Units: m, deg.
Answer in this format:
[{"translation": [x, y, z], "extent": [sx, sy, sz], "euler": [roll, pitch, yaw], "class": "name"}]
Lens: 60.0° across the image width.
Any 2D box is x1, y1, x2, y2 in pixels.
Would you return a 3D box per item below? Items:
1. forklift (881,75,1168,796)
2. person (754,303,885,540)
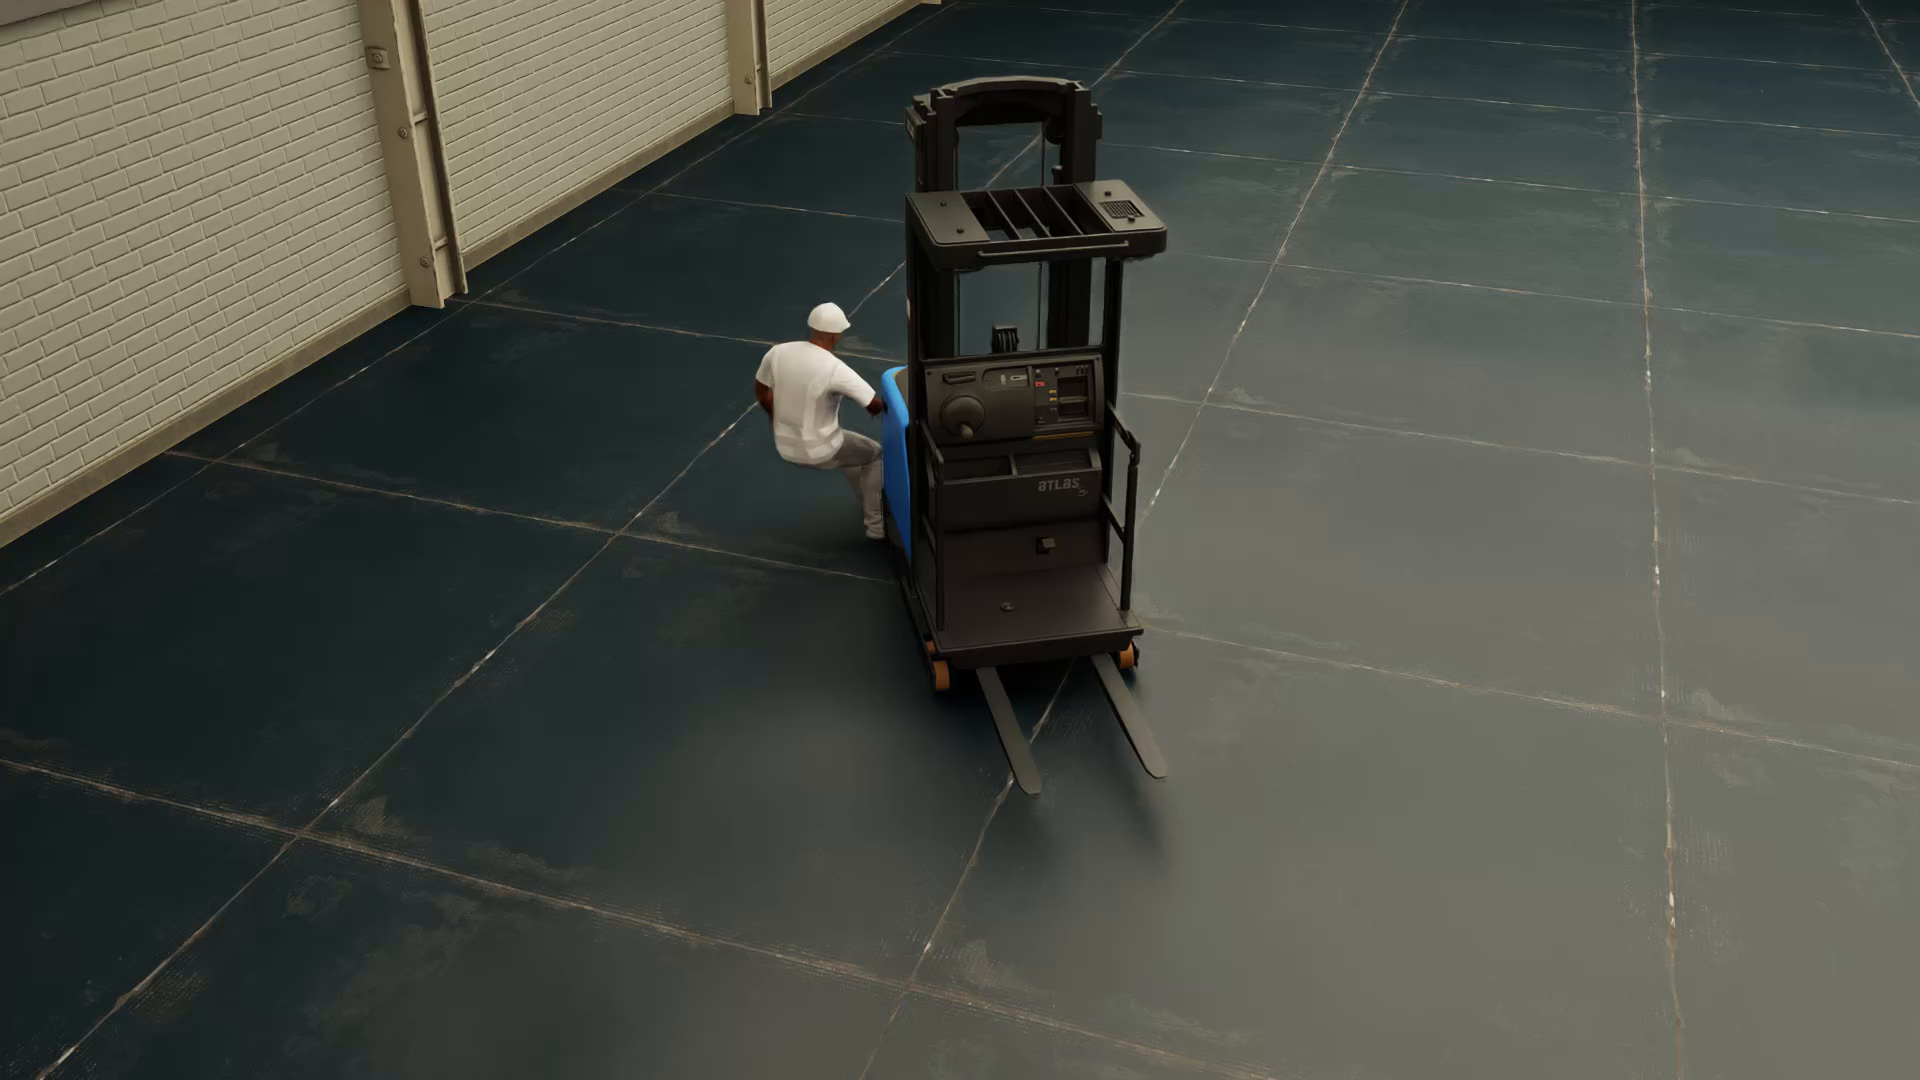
[{"translation": [0.328, -0.682, 8.333], "extent": [1.130, 2.935, 3.031], "euler": [-6, 30, -10], "class": "forklift"}, {"translation": [-0.708, -0.728, 9.932], "extent": [0.813, 1.550, 0.910], "euler": [19, 35, 30], "class": "person"}]
